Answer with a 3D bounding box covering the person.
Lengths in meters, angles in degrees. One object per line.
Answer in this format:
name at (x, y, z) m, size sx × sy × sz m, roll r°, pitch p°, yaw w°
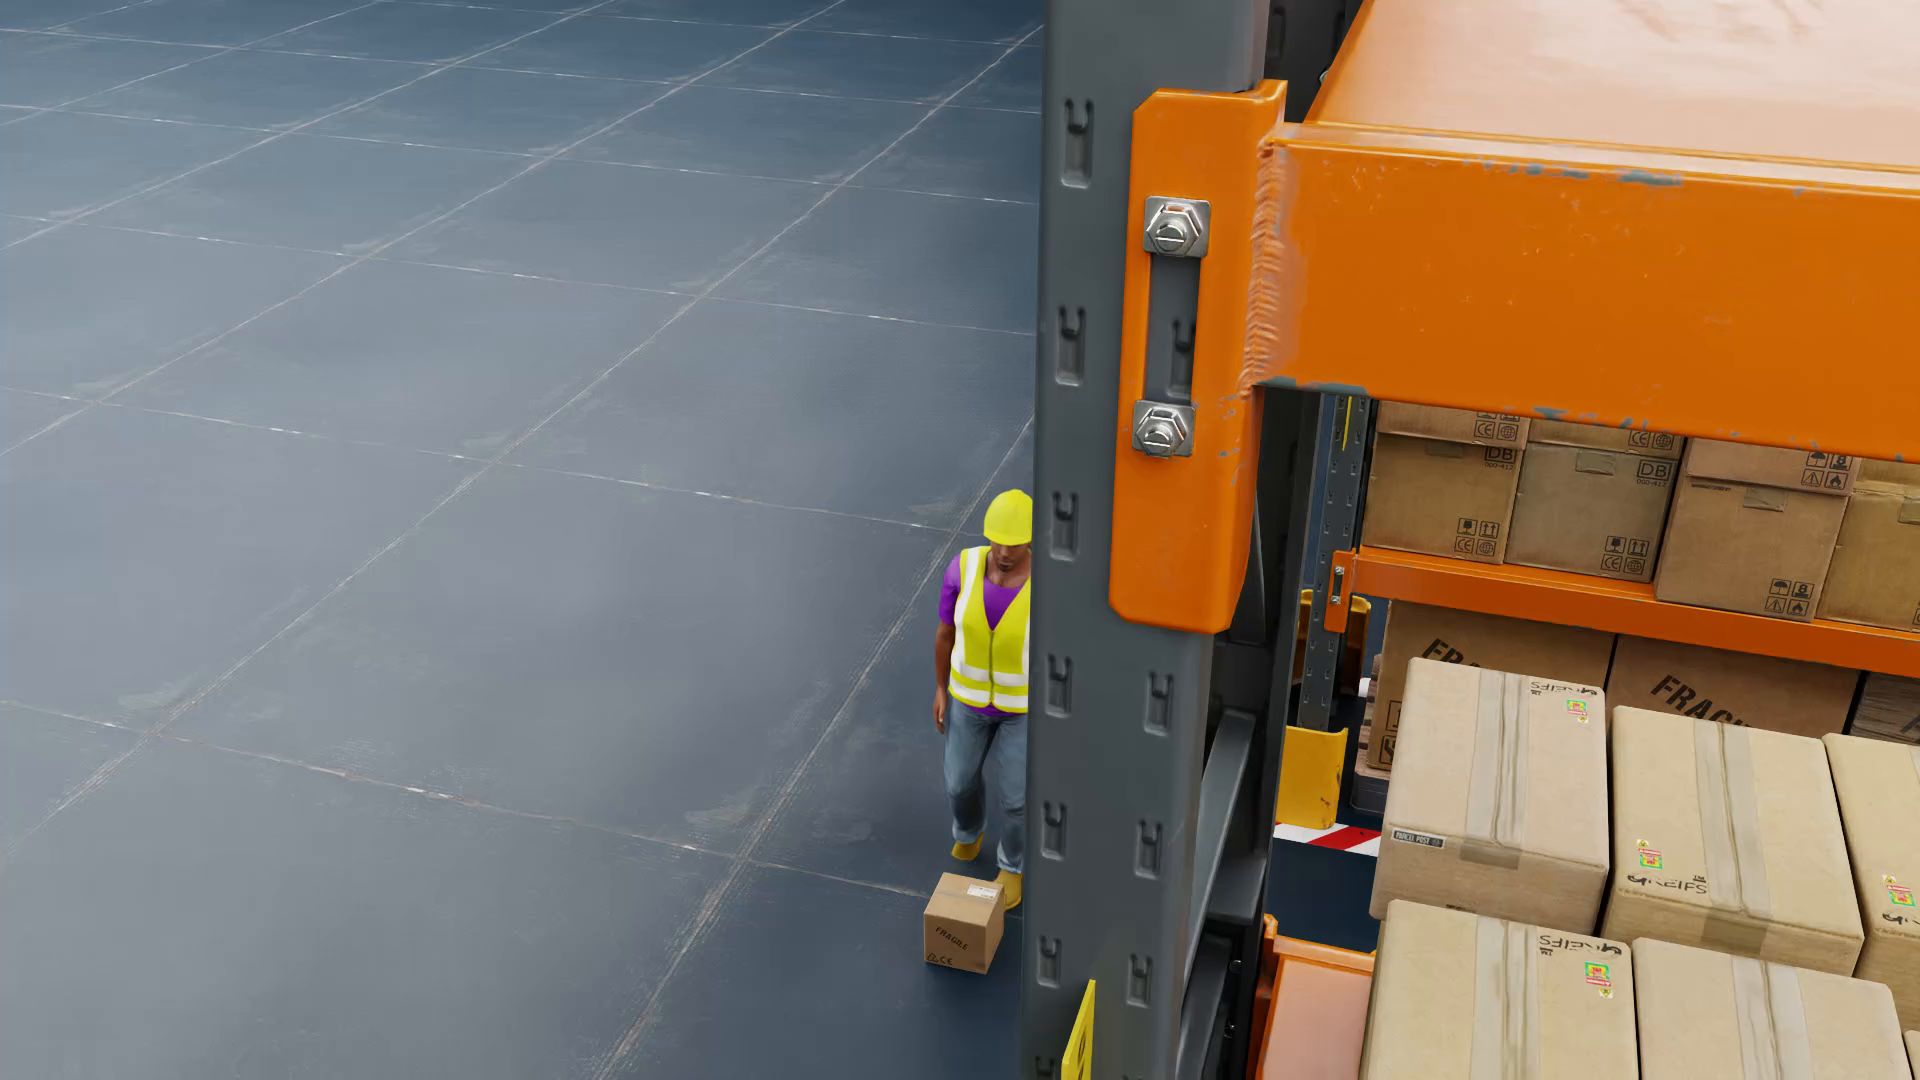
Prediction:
person at (0.156, 0.660, 6.508) m, size 0.570 × 1.816 × 0.469 m, roll 9°, pitch 30°, yaw 16°
